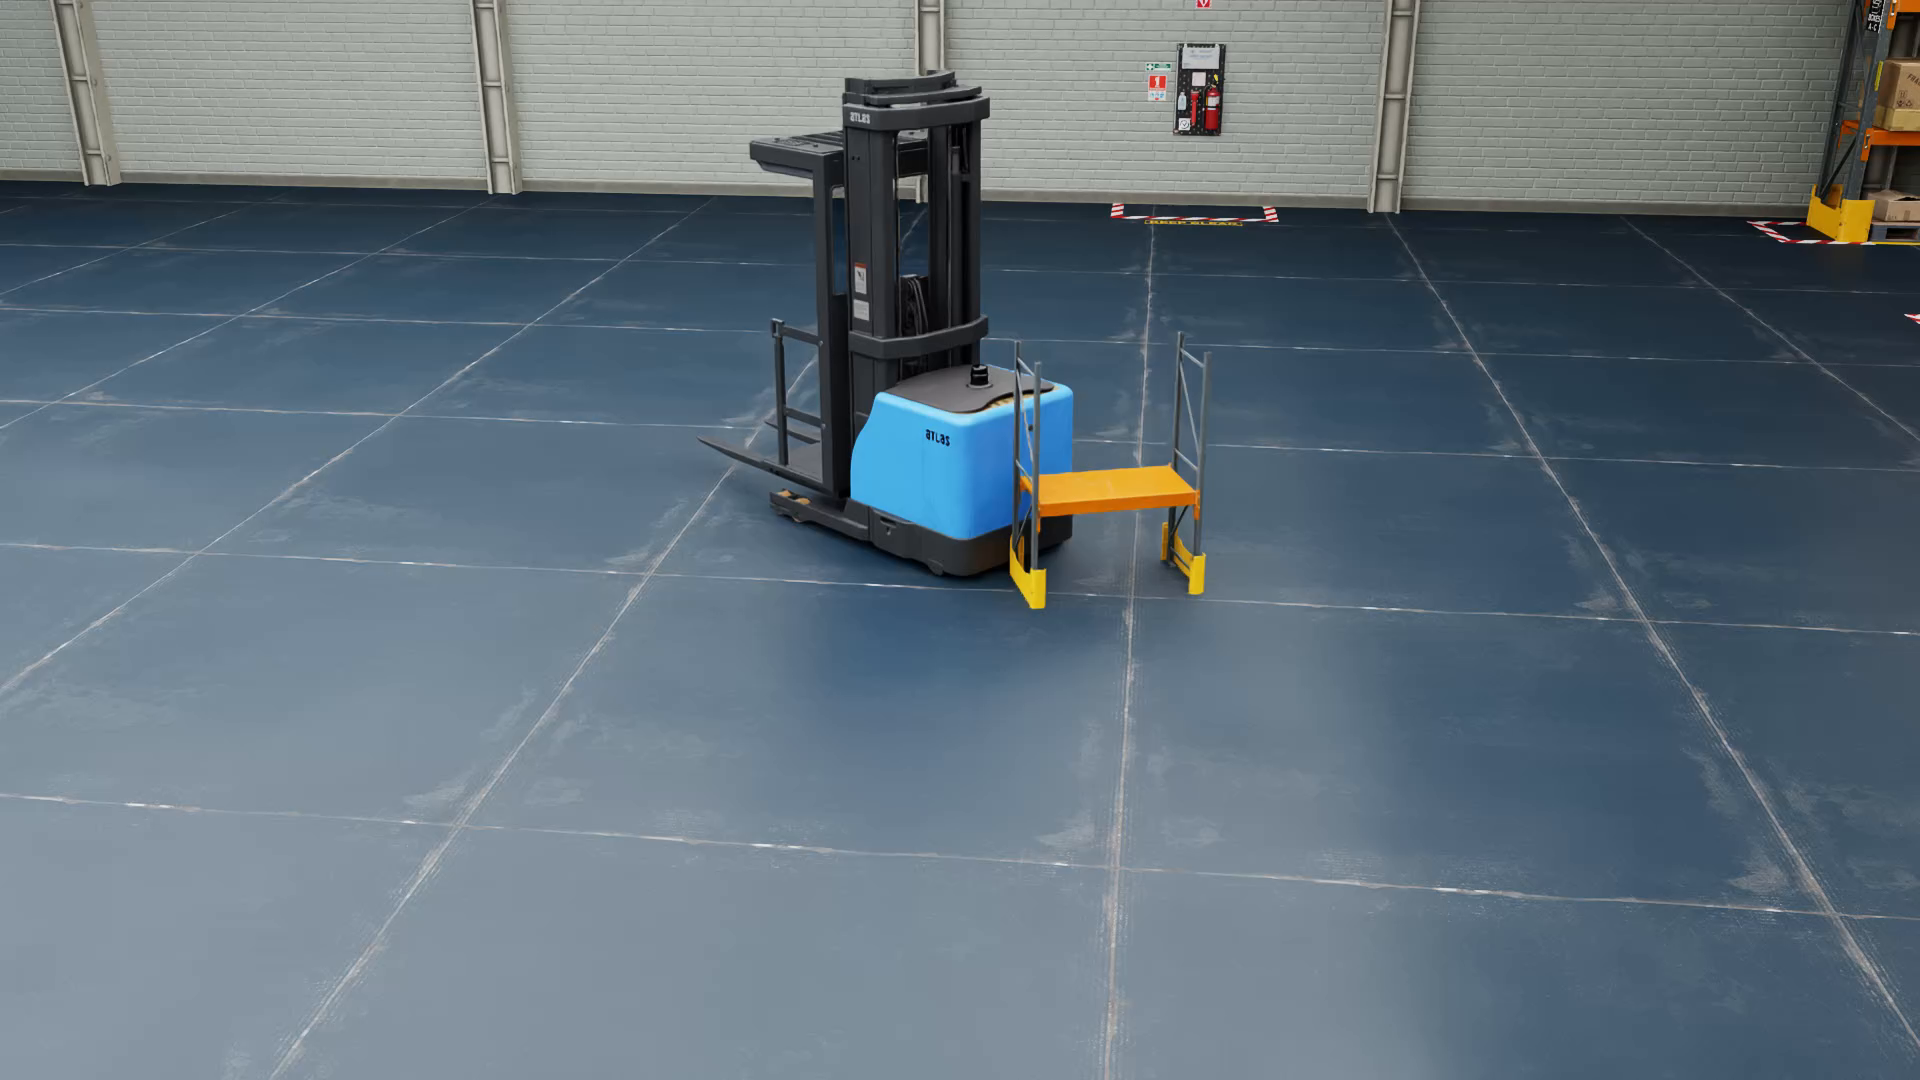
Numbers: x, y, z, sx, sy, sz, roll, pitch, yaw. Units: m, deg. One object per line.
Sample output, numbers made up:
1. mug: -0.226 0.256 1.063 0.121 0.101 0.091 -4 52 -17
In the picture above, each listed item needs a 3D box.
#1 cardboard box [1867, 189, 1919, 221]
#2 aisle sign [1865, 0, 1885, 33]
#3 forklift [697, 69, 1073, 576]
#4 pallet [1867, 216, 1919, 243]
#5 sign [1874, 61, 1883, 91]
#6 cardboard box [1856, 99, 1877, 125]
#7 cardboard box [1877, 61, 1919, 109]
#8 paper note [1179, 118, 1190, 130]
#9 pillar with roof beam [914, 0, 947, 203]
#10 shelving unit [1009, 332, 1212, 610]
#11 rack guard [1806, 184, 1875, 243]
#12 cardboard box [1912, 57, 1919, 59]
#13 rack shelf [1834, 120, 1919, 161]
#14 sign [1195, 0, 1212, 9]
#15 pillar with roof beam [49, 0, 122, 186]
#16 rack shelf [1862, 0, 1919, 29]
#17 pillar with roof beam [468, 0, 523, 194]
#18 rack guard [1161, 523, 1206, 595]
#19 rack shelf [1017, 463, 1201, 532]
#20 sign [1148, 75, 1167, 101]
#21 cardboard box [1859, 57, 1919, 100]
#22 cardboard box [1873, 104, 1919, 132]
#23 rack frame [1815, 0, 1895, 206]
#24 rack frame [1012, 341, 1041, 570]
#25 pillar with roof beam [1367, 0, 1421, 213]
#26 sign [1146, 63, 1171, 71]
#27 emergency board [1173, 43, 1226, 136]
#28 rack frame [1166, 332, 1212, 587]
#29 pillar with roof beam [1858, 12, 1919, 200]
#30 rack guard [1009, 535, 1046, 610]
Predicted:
1. cardboard box: 11.414 -4.081 20.242 0.500 0.311 0.500 0 22 0
2. aisle sign: 10.630 -6.292 19.240 0.004 0.787 0.394 2 22 6
3. forklift: -0.652 -1.594 10.986 1.130 2.935 3.031 -19 29 -40
4. pallet: 11.615 -3.842 20.370 1.213 0.211 1.003 2 22 6
5. sign: 10.673 -5.394 19.327 0.005 0.325 0.100 2 22 6
6. cardboard box: 11.224 -5.180 20.139 0.500 0.250 0.500 3 22 7
7. cardboard box: 11.176 -5.348 19.543 0.500 0.500 0.500 3 22 6
8. paper note: 2.959 -5.479 21.917 0.142 0.148 0.016 2 22 6
9. pillar with roof beam: -0.889 -7.213 16.944 0.400 9.000 9.100 2 22 6
10. shelving unit: 0.895 -0.430 9.987 1.083 1.500 0.587 -5 22 -12
11. rack guard: 10.813 -4.024 20.438 0.348 0.500 1.175 2 22 6
12. cardboard box: 11.729 -5.510 19.954 0.500 0.500 0.500 3 22 7
13. rack shelf: 12.723 -4.769 19.900 4.000 0.370 1.077 2 22 6
14. sign: 3.130 -6.970 21.338 0.199 0.298 0.001 2 22 6
15. pillar with roof beam: -12.806 -7.732 18.257 0.400 9.000 9.100 2 22 6
16. rack shelf: 12.723 -6.164 19.349 4.000 0.370 1.077 2 22 6
17. pillar with roof beam: -6.847 -7.472 17.601 0.400 9.000 9.100 2 22 6
18. rack guard: 1.382 0.112 10.318 0.087 0.250 0.587 -5 22 -12
19. rack shelf: 0.887 -0.262 10.051 1.000 0.185 0.538 -5 22 -12
20. sign: 2.589 -5.934 21.821 0.234 0.329 0.001 2 22 6
21. cardboard box: 11.230 -5.535 20.018 0.500 0.500 0.500 2 22 6
22. cardboard box: 11.184 -4.992 19.664 0.500 0.250 0.500 2 22 5
23. rack frame: 10.737 -5.190 19.987 0.127 3.000 1.000 2 22 6
24. rack frame: 0.390 -0.388 9.882 0.032 1.500 0.500 -5 22 -12
25. pillar with roof beam: 5.069 -6.953 16.287 0.400 9.000 9.100 2 22 6
26. sign: 2.593 -6.177 21.715 0.331 0.109 0.001 2 22 6
27. emergency board: 3.126 -5.856 21.672 0.643 1.169 0.194 2 22 6
28. rack frame: 1.383 -0.470 10.088 0.032 1.500 0.500 -5 22 -12
29. pillar with roof beam: 11.027 -6.693 15.631 0.400 9.000 9.100 2 22 6
30. rack guard: 0.409 0.191 10.116 0.087 0.250 0.587 -5 22 -12
